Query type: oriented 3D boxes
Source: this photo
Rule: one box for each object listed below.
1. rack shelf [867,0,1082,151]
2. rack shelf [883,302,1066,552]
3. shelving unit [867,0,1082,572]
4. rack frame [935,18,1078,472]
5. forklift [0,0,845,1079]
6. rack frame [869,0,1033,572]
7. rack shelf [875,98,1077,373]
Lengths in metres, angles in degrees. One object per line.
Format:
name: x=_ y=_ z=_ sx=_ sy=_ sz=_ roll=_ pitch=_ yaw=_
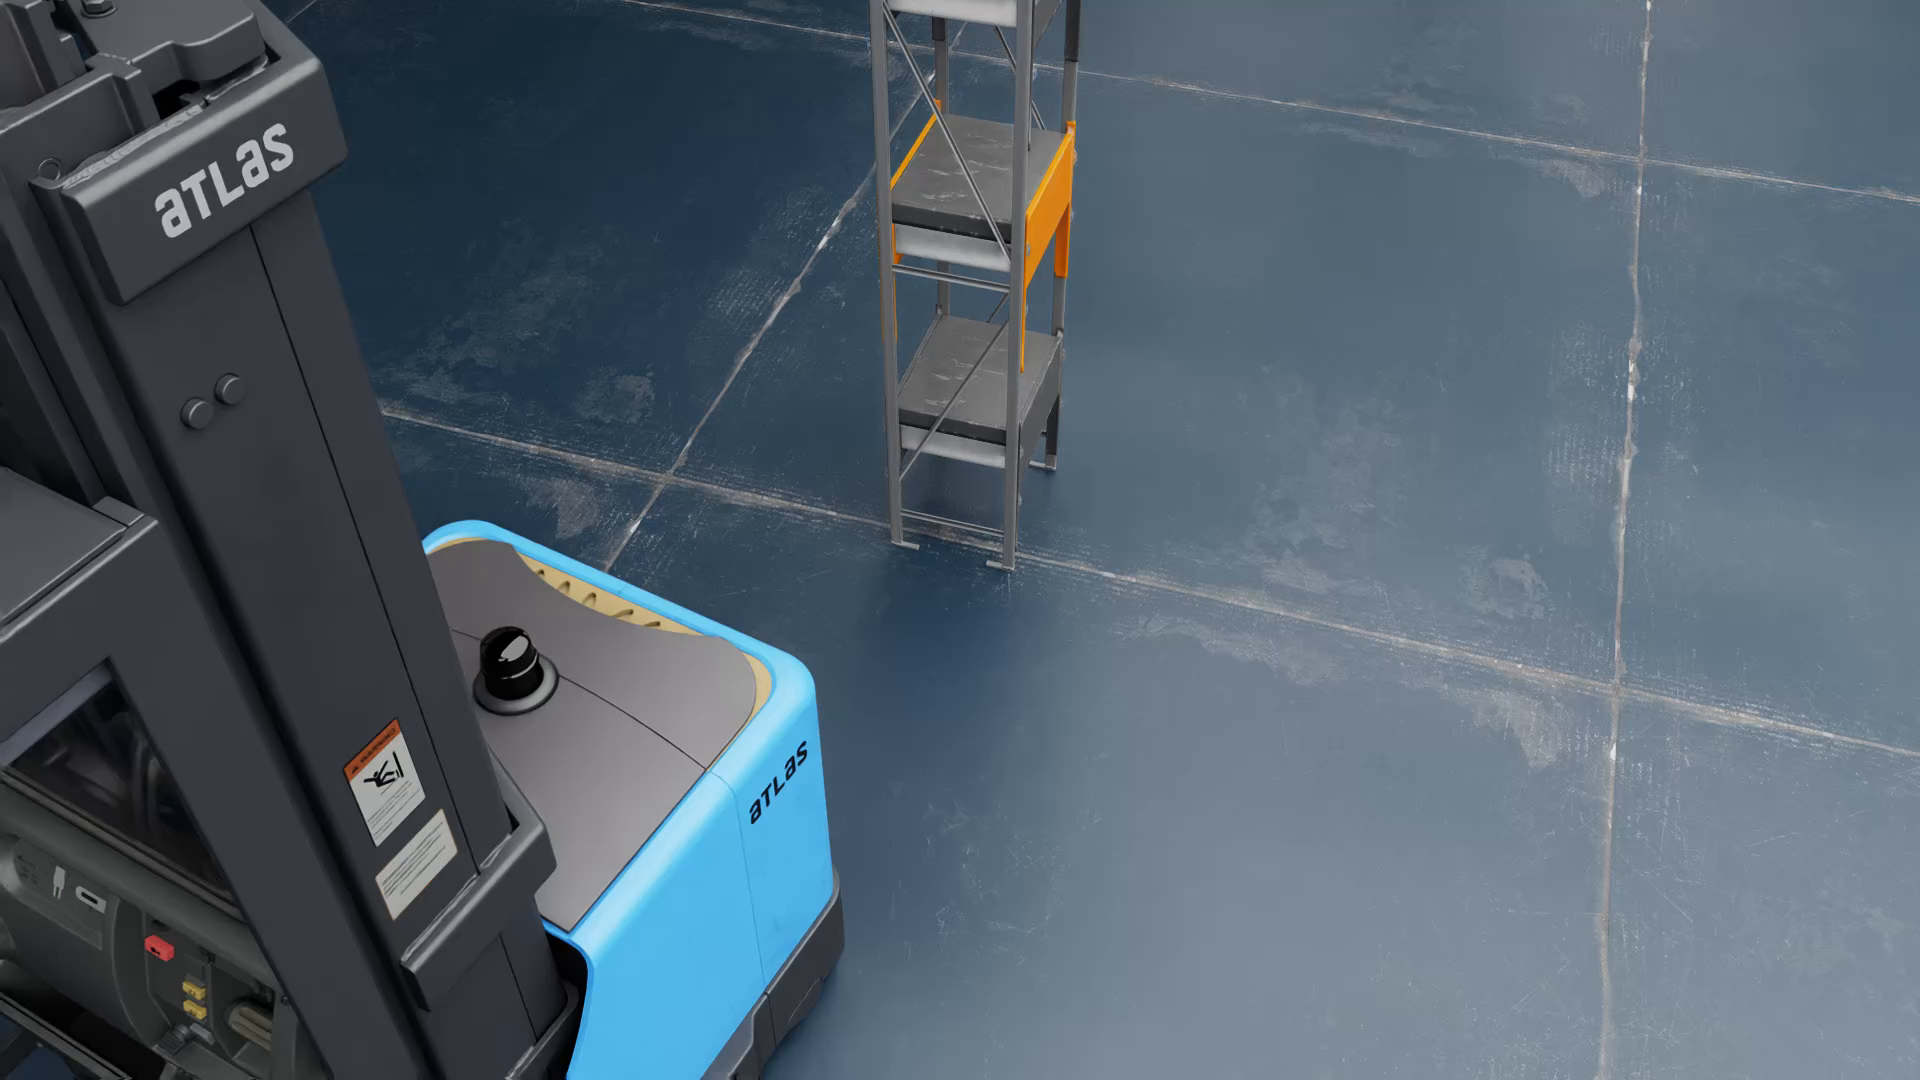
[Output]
rack shelf: x=0.050 y=-1.351 z=4.148 sx=0.431 sy=0.518 sz=0.480 roll=13 pitch=46 yaw=13
rack shelf: x=0.050 y=-0.351 z=5.128 sx=0.431 sy=0.518 sz=0.480 roll=13 pitch=46 yaw=13
shelving unit: x=0.050 y=-0.861 z=4.628 sx=0.431 sy=2.100 sz=0.503 roll=13 pitch=46 yaw=13
rack frame: x=0.124 y=-1.023 z=4.795 sx=0.400 sy=2.100 sz=0.015 roll=13 pitch=46 yaw=13
forklift: x=-1.447 y=0.714 z=2.424 sx=1.130 sy=2.935 sz=3.031 roll=21 pitch=48 yaw=20
rack frame: x=-0.024 y=-0.698 z=4.462 sx=0.400 sy=2.100 sz=0.015 roll=13 pitch=46 yaw=13
rack shelf: x=0.050 y=-0.851 z=4.638 sx=0.431 sy=0.518 sz=0.480 roll=13 pitch=46 yaw=13
